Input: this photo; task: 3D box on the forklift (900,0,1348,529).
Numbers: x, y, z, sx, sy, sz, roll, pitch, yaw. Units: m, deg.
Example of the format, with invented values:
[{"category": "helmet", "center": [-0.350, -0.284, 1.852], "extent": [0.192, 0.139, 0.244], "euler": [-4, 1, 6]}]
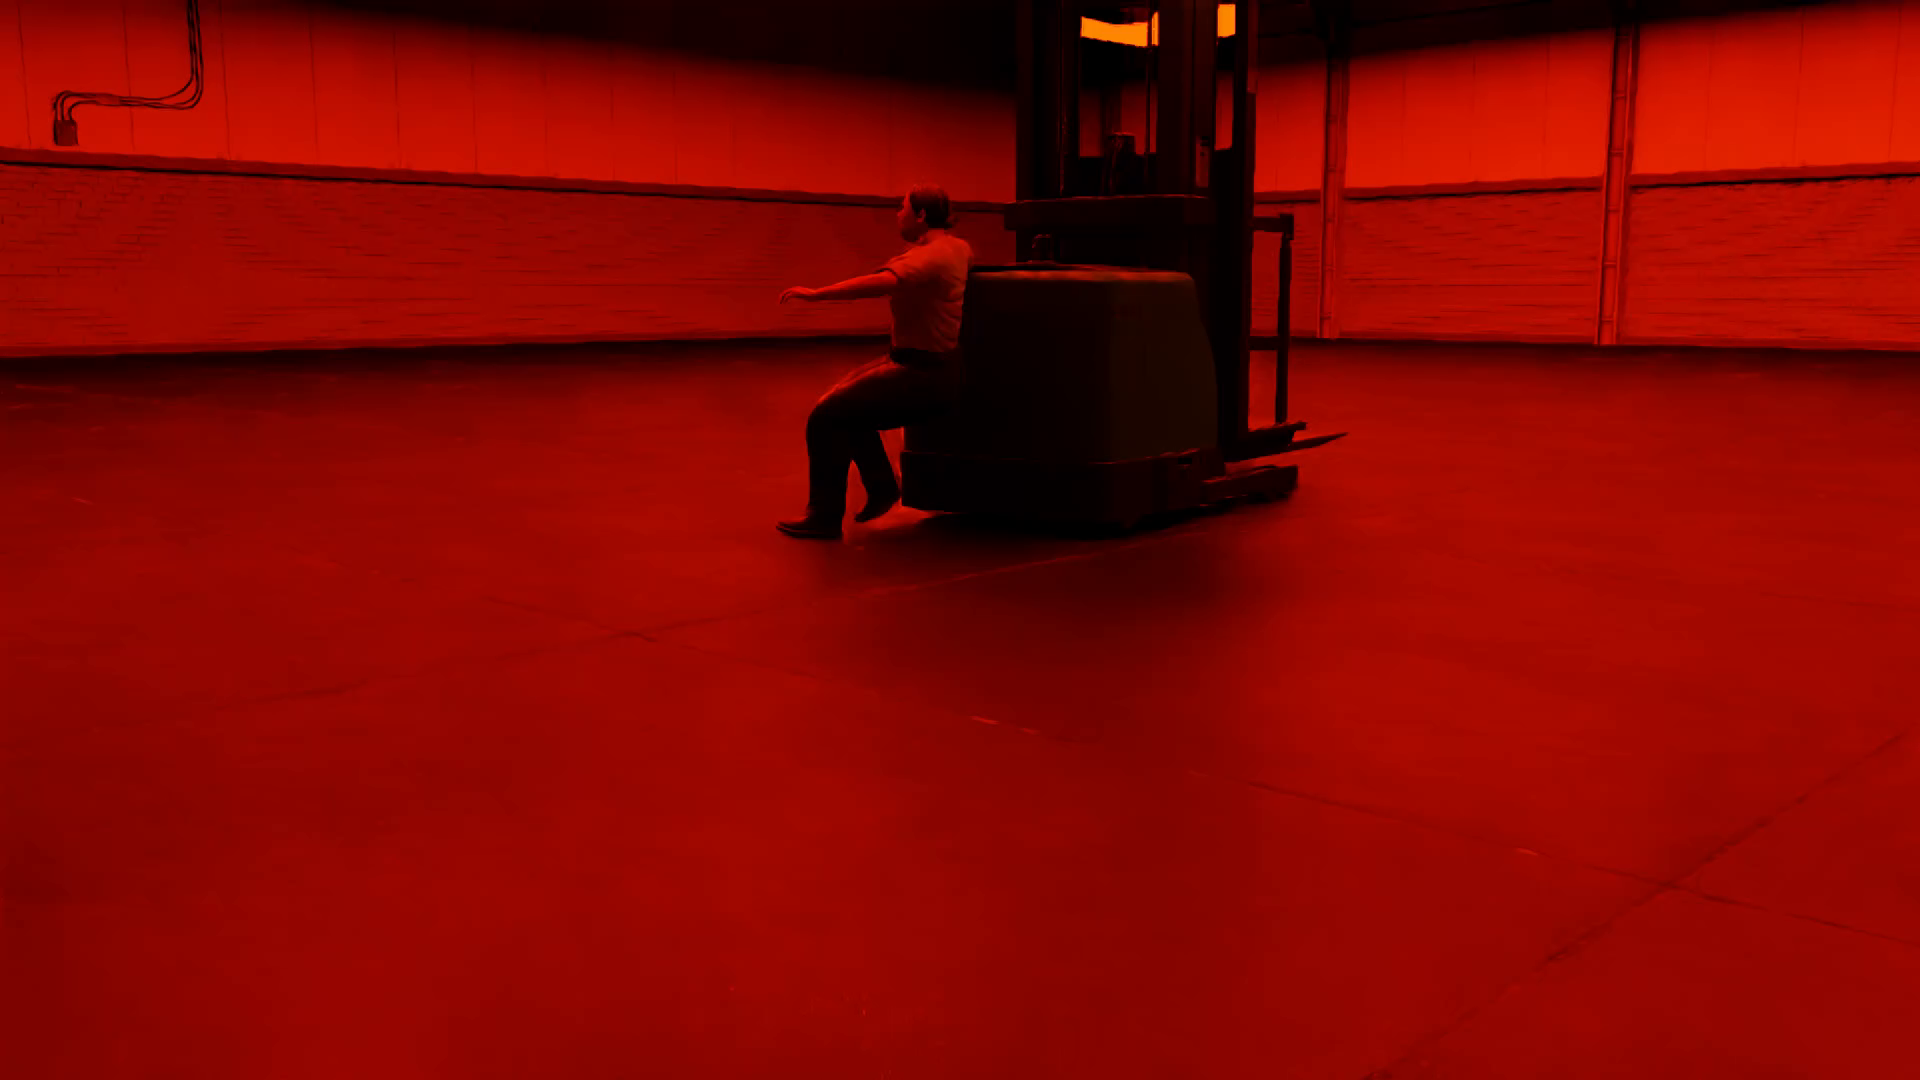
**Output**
[{"category": "forklift", "center": [0.997, -1.668, 7.954], "extent": [1.130, 2.935, 3.031], "euler": [6, 10, 35]}]

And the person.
[{"category": "person", "center": [-0.361, -0.724, 6.761], "extent": [0.788, 1.406, 1.009], "euler": [1, 9, 9]}]
